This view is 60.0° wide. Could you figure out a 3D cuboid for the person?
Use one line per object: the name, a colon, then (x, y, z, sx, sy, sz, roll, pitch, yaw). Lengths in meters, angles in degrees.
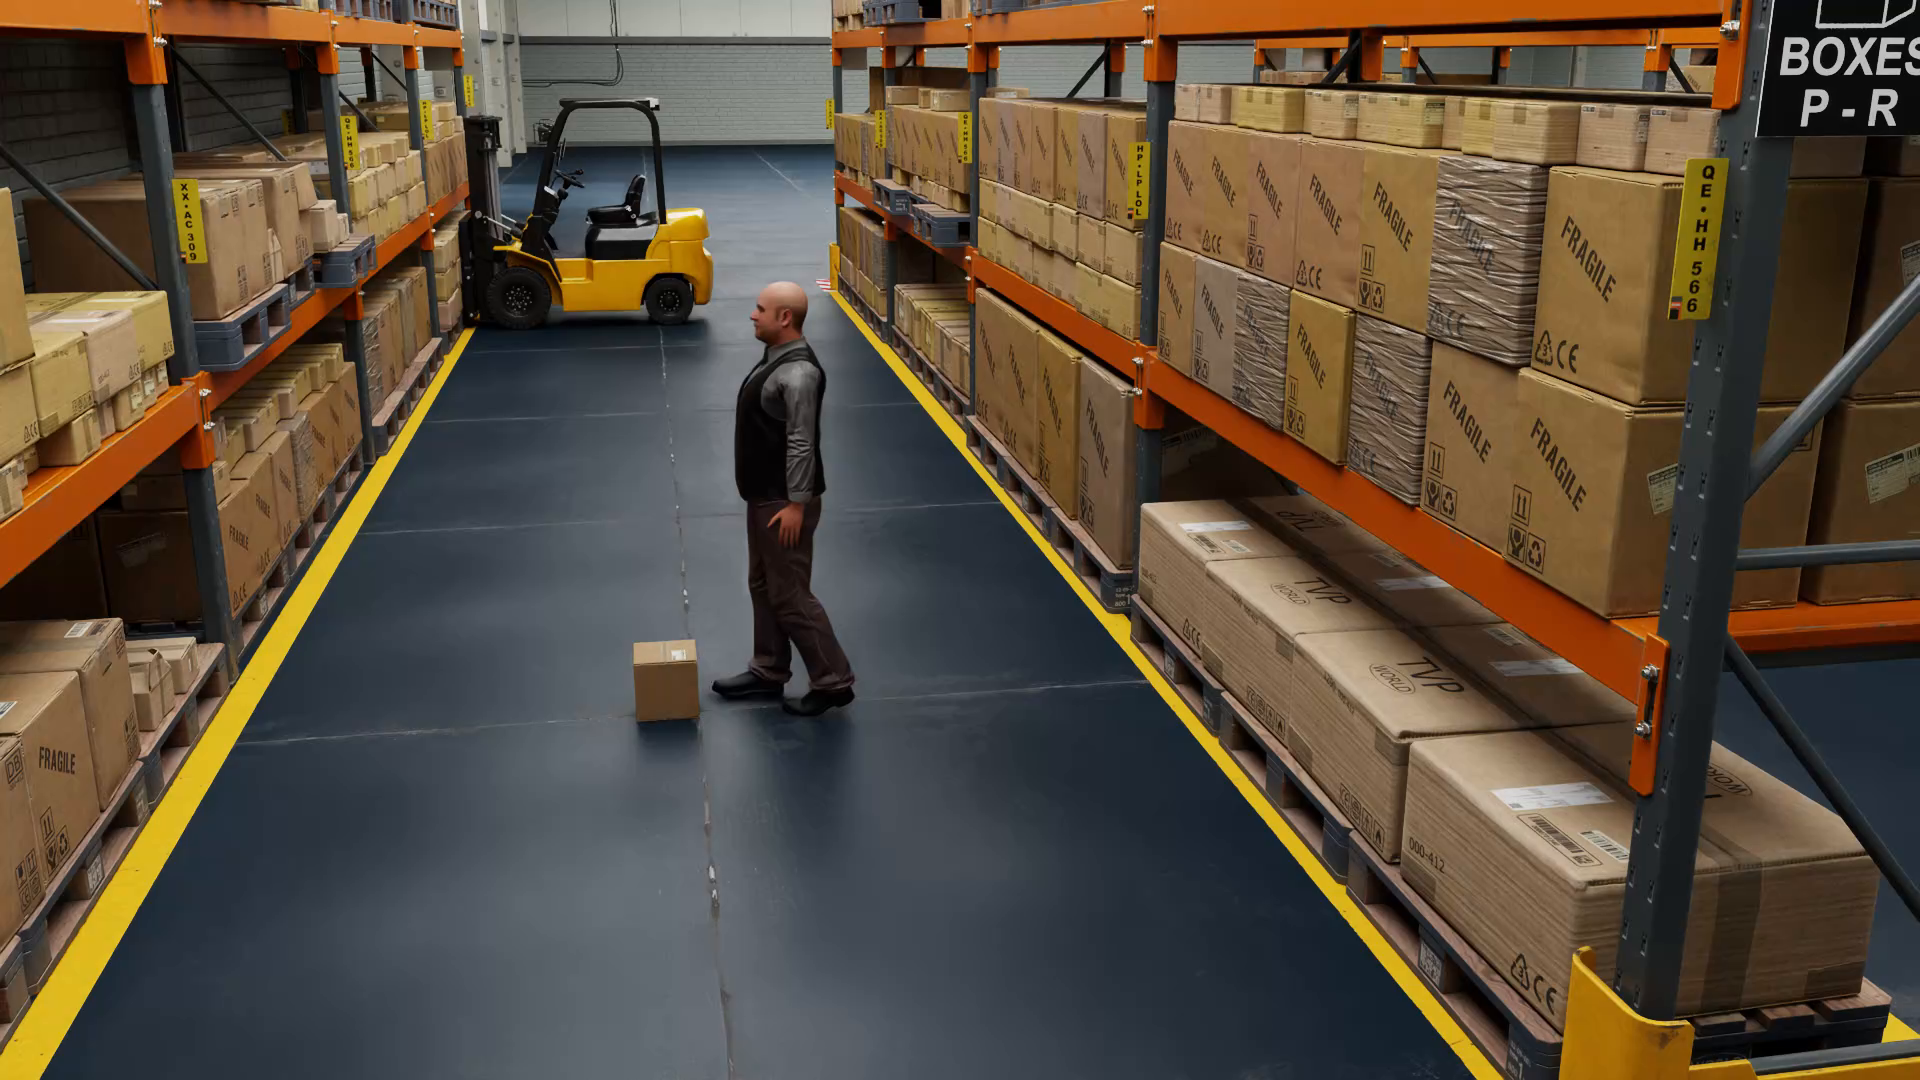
person: (-0.733, -0.156, 6.634, 0.570, 1.743, 0.555, -3, 17, -11)
